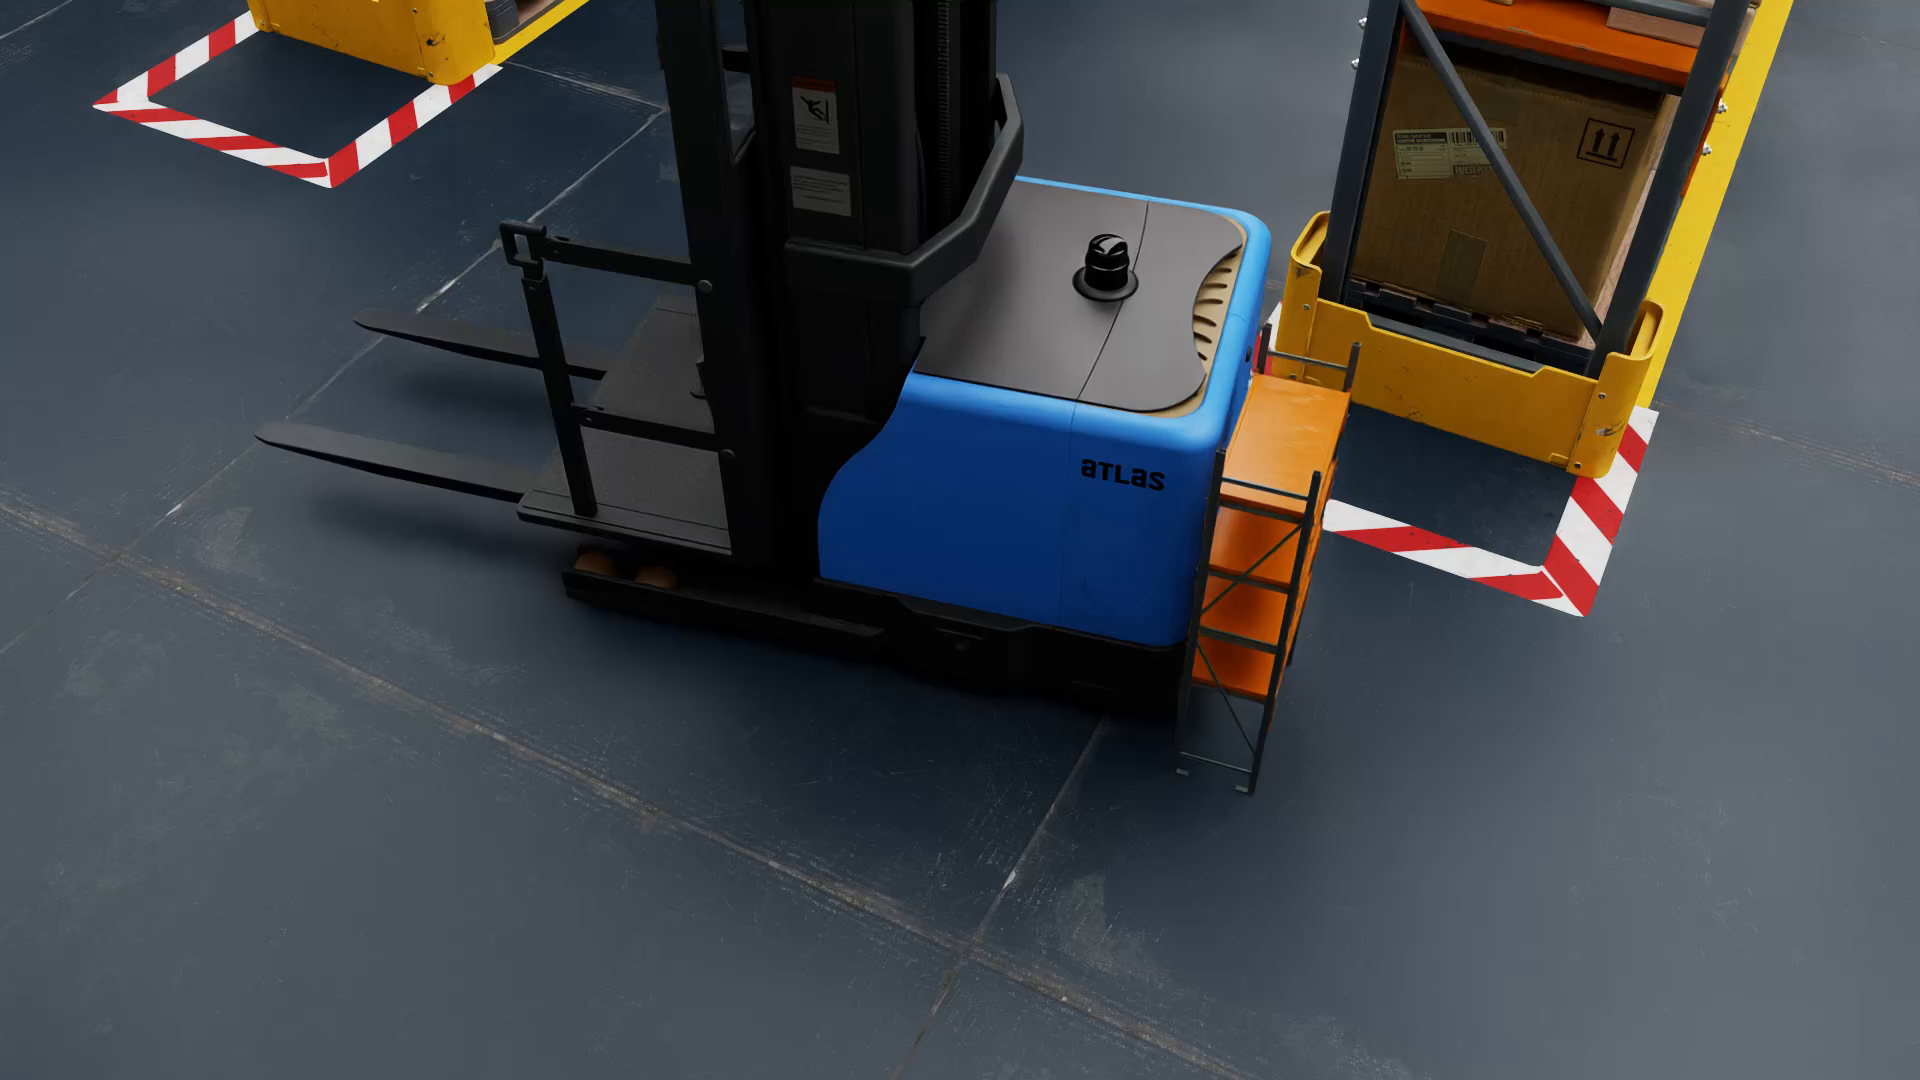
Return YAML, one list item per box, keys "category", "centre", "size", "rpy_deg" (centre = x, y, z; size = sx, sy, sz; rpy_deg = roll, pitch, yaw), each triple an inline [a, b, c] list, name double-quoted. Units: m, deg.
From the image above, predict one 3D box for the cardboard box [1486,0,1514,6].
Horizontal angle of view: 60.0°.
- category: "cardboard box"
  centre: [1.551, -1.799, 5.096]
  size: [0.380, 0.149, 0.250]
  rpy_deg: [21, 49, 20]

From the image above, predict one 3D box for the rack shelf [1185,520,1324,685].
- category: "rack shelf"
  centre: [0.777, 0.130, 4.373]
  size: [0.258, 0.148, 0.480]
  rpy_deg: [14, 47, 14]

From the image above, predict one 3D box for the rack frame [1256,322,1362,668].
- category: "rack frame"
  centre: [0.860, -0.081, 4.486]
  size: [0.240, 1.200, 0.015]
  rpy_deg: [14, 47, 14]

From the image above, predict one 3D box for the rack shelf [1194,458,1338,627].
- category: "rack shelf"
  centre: [0.777, -0.028, 4.214]
  size: [0.258, 0.148, 0.480]
  rpy_deg: [14, 47, 14]

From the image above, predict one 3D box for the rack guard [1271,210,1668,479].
- category: "rack guard"
  centre: [1.666, -0.661, 5.552]
  size: [1.175, 0.500, 0.348]
  rpy_deg: [20, 49, 19]

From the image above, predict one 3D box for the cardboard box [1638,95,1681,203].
- category: "cardboard box"
  centre: [2.326, -1.958, 6.275]
  size: [0.875, 0.875, 0.875]
  rpy_deg: [20, 49, 19]

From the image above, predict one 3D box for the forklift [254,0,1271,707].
- category: "forklift"
  centre: [-0.693, -1.144, 4.319]
  size: [3.031, 2.935, 1.130]
  rpy_deg: [11, 46, 11]

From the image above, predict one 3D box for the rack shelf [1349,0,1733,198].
- category: "rack shelf"
  centre: [2.605, -2.562, 6.179]
  size: [1.077, 0.370, 4.000]
  rpy_deg: [20, 49, 19]

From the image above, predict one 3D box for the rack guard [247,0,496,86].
- category: "rack guard"
  centre: [-2.634, -2.425, 7.295]
  size: [1.175, 0.500, 0.348]
  rpy_deg: [20, 49, 19]

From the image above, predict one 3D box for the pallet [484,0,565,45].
- category: "pallet"
  centre: [-2.226, -2.824, 7.892]
  size: [1.003, 0.211, 1.213]
  rpy_deg: [20, 49, 19]

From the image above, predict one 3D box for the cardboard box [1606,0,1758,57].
- category: "cardboard box"
  centre: [2.134, -1.581, 4.880]
  size: [0.380, 0.149, 0.250]
  rpy_deg: [21, 49, 19]

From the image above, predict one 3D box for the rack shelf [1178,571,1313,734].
- category: "rack shelf"
  centre: [0.777, 0.269, 4.514]
  size: [0.258, 0.148, 0.480]
  rpy_deg: [14, 47, 14]

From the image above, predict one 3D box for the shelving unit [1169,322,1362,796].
- category: "shelving unit"
  centre: [0.777, 0.082, 4.325]
  size: [0.258, 1.200, 0.503]
  rpy_deg: [14, 47, 14]

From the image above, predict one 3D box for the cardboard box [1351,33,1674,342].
- category: "cardboard box"
  centre: [1.903, -1.385, 5.708]
  size: [0.875, 0.875, 0.875]
  rpy_deg: [20, 49, 19]

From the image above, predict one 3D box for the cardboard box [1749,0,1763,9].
- category: "cardboard box"
  centre: [2.139, -1.820, 4.836]
  size: [0.500, 0.250, 0.500]
  rpy_deg: [19, 48, 18]

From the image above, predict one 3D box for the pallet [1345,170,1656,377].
- category: "pallet"
  centre: [1.979, -1.104, 6.193]
  size: [1.003, 0.211, 1.213]
  rpy_deg: [20, 49, 19]

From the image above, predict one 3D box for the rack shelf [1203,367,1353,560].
- category: "rack shelf"
  centre: [0.777, -0.194, 4.045]
  size: [0.258, 0.148, 0.480]
  rpy_deg: [14, 47, 14]

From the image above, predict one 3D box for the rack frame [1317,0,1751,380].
- category: "rack frame"
  centre: [1.677, -1.555, 4.677]
  size: [1.000, 3.000, 0.127]
  rpy_deg: [20, 49, 19]

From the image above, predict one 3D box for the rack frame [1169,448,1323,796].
- category: "rack frame"
  centre: [0.695, 0.246, 4.163]
  size: [0.240, 1.200, 0.015]
  rpy_deg: [14, 47, 14]

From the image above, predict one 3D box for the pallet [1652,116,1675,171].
- category: "pallet"
  centre: [2.546, -1.870, 6.949]
  size: [1.003, 0.211, 1.213]
  rpy_deg: [20, 49, 19]
